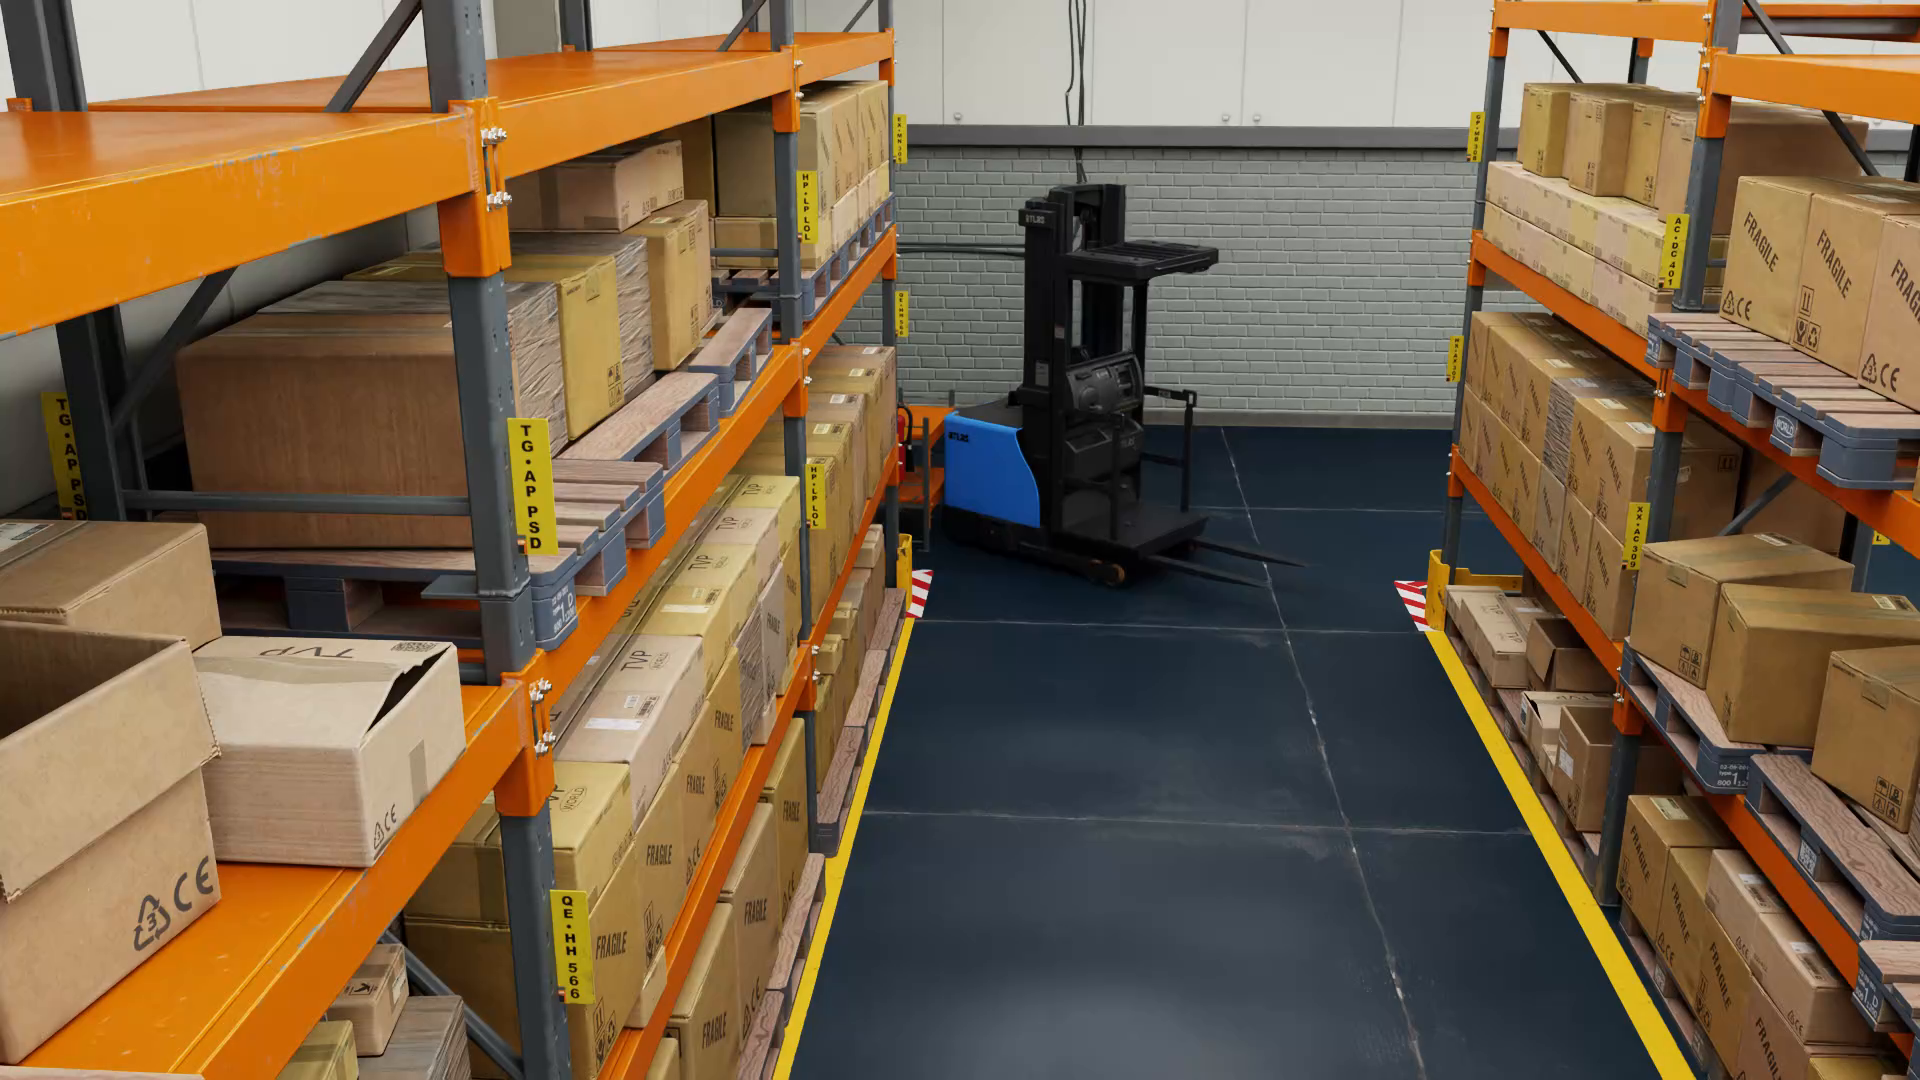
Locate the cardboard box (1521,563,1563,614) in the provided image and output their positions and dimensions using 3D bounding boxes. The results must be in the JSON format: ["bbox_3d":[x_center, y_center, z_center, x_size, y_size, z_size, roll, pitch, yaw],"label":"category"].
[{"bbox_3d":[4.194,0.315,11.451,0.500,0.500,0.500,1,18,4],"label":"cardboard box"}]

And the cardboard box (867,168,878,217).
[{"bbox_3d":[-0.777,-2.153,10.266,0.500,0.250,0.500,1,18,2],"label":"cardboard box"}]

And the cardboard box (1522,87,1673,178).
[{"bbox_3d":[3.847,-2.472,10.068,0.700,0.500,0.500,1,18,4],"label":"cardboard box"}]

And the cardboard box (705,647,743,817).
[{"bbox_3d":[-1.124,0.716,6.252,0.500,0.500,0.500,2,18,5],"label":"cardboard box"}]

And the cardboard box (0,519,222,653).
[{"bbox_3d":[-1.808,0.274,3.261,0.500,0.500,0.500,1,18,4],"label":"cardboard box"}]

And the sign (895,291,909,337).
[{"bbox_3d":[-0.413,-1.593,11.729,0.100,0.325,0.005,1,18,4],"label":"sign"}]

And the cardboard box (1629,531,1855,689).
[{"bbox_3d":[3.444,0.300,7.356,0.700,0.500,0.500,-5,19,-15],"label":"cardboard box"}]

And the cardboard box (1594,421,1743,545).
[{"bbox_3d":[3.479,-0.281,8.197,0.500,0.500,0.500,1,18,4],"label":"cardboard box"}]

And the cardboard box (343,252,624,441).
[{"bbox_3d":[-1.511,-0.634,5.355,0.700,0.500,0.500,2,18,7],"label":"cardboard box"}]

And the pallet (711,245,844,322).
[{"bbox_3d":[-1.171,-1.342,8.526,1.003,0.211,1.213,1,18,4],"label":"pallet"}]

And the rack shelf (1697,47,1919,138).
[{"bbox_3d":[3.557,-1.293,5.215,1.077,0.370,4.000,1,18,4],"label":"rack shelf"}]

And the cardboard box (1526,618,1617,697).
[{"bbox_3d":[3.830,0.798,9.972,0.797,0.503,0.637,1,18,4],"label":"cardboard box"}]

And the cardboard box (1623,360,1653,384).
[{"bbox_3d":[4.125,-0.738,9.593,0.500,0.500,0.500,2,18,6],"label":"cardboard box"}]

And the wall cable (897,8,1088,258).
[{"bbox_3d":[-0.192,-4.071,16.882,3.097,2.526,0.112,1,18,4],"label":"wall cable"}]

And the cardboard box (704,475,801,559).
[{"bbox_3d":[-1.019,-0.109,7.563,0.500,0.250,0.500,2,18,5],"label":"cardboard box"}]

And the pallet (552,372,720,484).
[{"bbox_3d":[-1.457,-0.347,5.650,1.003,0.211,1.213,2,18,6],"label":"pallet"}]

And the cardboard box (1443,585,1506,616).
[{"bbox_3d":[3.615,0.430,11.664,0.380,0.149,0.250,1,18,4],"label":"cardboard box"}]

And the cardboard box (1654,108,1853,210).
[{"bbox_3d":[3.875,-1.847,8.160,0.700,0.500,0.500,1,18,4],"label":"cardboard box"}]

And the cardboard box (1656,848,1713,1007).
[{"bbox_3d":[3.396,1.694,7.243,0.500,0.500,0.500,2,18,5],"label":"cardboard box"}]

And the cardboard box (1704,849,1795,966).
[{"bbox_3d":[3.351,1.482,6.685,0.500,0.250,0.500,1,18,4],"label":"cardboard box"}]

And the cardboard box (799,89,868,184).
[{"bbox_3d":[-0.810,-2.354,9.674,0.500,0.500,0.500,0,18,1],"label":"cardboard box"}]

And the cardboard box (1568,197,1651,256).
[{"bbox_3d":[3.542,-1.655,8.776,0.500,0.250,0.500,1,18,4],"label":"cardboard box"}]

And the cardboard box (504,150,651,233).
[{"bbox_3d":[-1.459,-1.301,6.188,0.500,0.250,0.500,1,18,2],"label":"cardboard box"}]

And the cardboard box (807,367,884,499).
[{"bbox_3d":[-1.021,-0.705,10.775,0.980,0.700,0.700,1,18,3],"label":"cardboard box"}]

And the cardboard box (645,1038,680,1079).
[{"bbox_3d":[-1.344,2.134,5.371,0.750,0.750,0.750,1,18,3],"label":"cardboard box"}]

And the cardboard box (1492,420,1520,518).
[{"bbox_3d":[3.622,-0.437,10.279,0.500,0.500,0.500,1,18,4],"label":"cardboard box"}]

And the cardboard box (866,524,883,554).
[{"bbox_3d":[-0.731,-0.003,11.415,0.380,0.149,0.250,1,18,3],"label":"cardboard box"}]

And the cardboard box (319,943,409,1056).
[{"bbox_3d":[-1.522,1.081,3.899,0.380,0.149,0.250,-1,18,-3],"label":"cardboard box"}]

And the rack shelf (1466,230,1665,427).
[{"bbox_3d":[3.844,-1.300,9.412,1.077,0.370,4.000,1,18,4],"label":"rack shelf"}]

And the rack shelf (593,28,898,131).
[{"bbox_3d":[-1.097,-2.645,9.341,1.077,0.370,4.000,1,18,4],"label":"rack shelf"}]

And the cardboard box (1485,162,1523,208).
[{"bbox_3d":[3.691,-2.276,10.671,0.500,0.250,0.500,1,18,4],"label":"cardboard box"}]

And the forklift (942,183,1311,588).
[{"bbox_3d":[1.300,-1.221,12.943,3.031,2.935,1.130,15,23,38],"label":"forklift"}]

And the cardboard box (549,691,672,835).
[{"bbox_3d":[-1.200,0.681,5.154,0.500,0.250,0.500,1,18,3],"label":"cardboard box"}]

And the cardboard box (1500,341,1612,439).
[{"bbox_3d":[3.622,-0.911,10.118,0.500,0.500,0.500,2,18,5],"label":"cardboard box"}]

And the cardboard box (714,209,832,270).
[{"bbox_3d":[-0.928,-1.515,8.317,0.500,0.250,0.500,1,18,4],"label":"cardboard box"}]

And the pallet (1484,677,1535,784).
[{"bbox_3d":[3.836,1.137,10.115,1.003,0.211,1.213,1,18,4],"label":"pallet"}]

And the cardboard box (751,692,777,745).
[{"bbox_3d":[-1.001,0.758,7.163,0.380,0.149,0.250,1,18,4],"label":"cardboard box"}]

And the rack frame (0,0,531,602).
[{"bbox_3d":[-1.527,-1.313,3.479,1.000,3.000,0.127,1,18,4],"label":"rack frame"}]

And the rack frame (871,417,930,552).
[{"bbox_3d":[-0.496,-0.457,13.510,0.500,1.125,0.032,4,19,11],"label":"rack frame"}]

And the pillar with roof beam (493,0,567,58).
[{"bbox_3d":[2.241,-2.696,7.700,9.100,9.000,0.400,1,18,4],"label":"pillar with roof beam"}]

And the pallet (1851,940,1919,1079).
[{"bbox_3d":[3.393,1.526,4.757,1.213,0.211,1.003,1,18,4],"label":"pallet"}]

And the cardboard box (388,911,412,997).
[{"bbox_3d":[-1.756,1.187,4.814,0.500,0.500,0.500,1,18,4],"label":"cardboard box"}]

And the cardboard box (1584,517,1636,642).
[{"bbox_3d":[3.481,0.196,8.347,0.500,0.500,0.500,2,18,5],"label":"cardboard box"}]

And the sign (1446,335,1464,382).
[{"bbox_3d":[3.446,-1.261,11.564,0.100,0.325,0.005,1,18,4],"label":"sign"}]

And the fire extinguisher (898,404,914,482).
[{"bbox_3d":[-0.482,-0.770,12.178,0.296,0.674,0.183,1,18,4],"label":"fire extinguisher"}]

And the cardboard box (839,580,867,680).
[{"bbox_3d":[-0.975,0.572,10.699,0.700,0.500,0.500,1,18,2],"label":"cardboard box"}]

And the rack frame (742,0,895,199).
[{"bbox_3d":[-0.954,-3.798,11.062,1.000,3.000,0.127,1,18,4],"label":"rack frame"}]

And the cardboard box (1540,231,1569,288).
[{"bbox_3d":[3.585,-1.572,9.328,0.500,0.250,0.500,1,18,4],"label":"cardboard box"}]

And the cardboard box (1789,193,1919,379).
[{"bbox_3d":[3.566,-0.953,6.200,0.600,0.600,0.600,1,18,3],"label":"cardboard box"}]

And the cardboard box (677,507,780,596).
[{"bbox_3d":[-1.065,0.050,7.079,0.500,0.250,0.500,2,18,5],"label":"cardboard box"}]

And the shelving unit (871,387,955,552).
[{"bbox_3d":[-0.393,-0.612,13.983,0.538,1.125,1.048,4,19,11],"label":"shelving unit"}]

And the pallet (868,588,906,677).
[{"bbox_3d":[-0.933,0.628,11.667,1.003,0.211,1.213,1,18,4],"label":"pallet"}]

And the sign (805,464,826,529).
[{"bbox_3d":[-0.698,-0.208,8.009,0.100,0.325,0.005,1,18,4],"label":"sign"}]

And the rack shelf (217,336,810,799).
[{"bbox_3d":[-1.384,-0.167,5.954,1.077,0.370,4.000,1,18,4],"label":"rack shelf"}]
